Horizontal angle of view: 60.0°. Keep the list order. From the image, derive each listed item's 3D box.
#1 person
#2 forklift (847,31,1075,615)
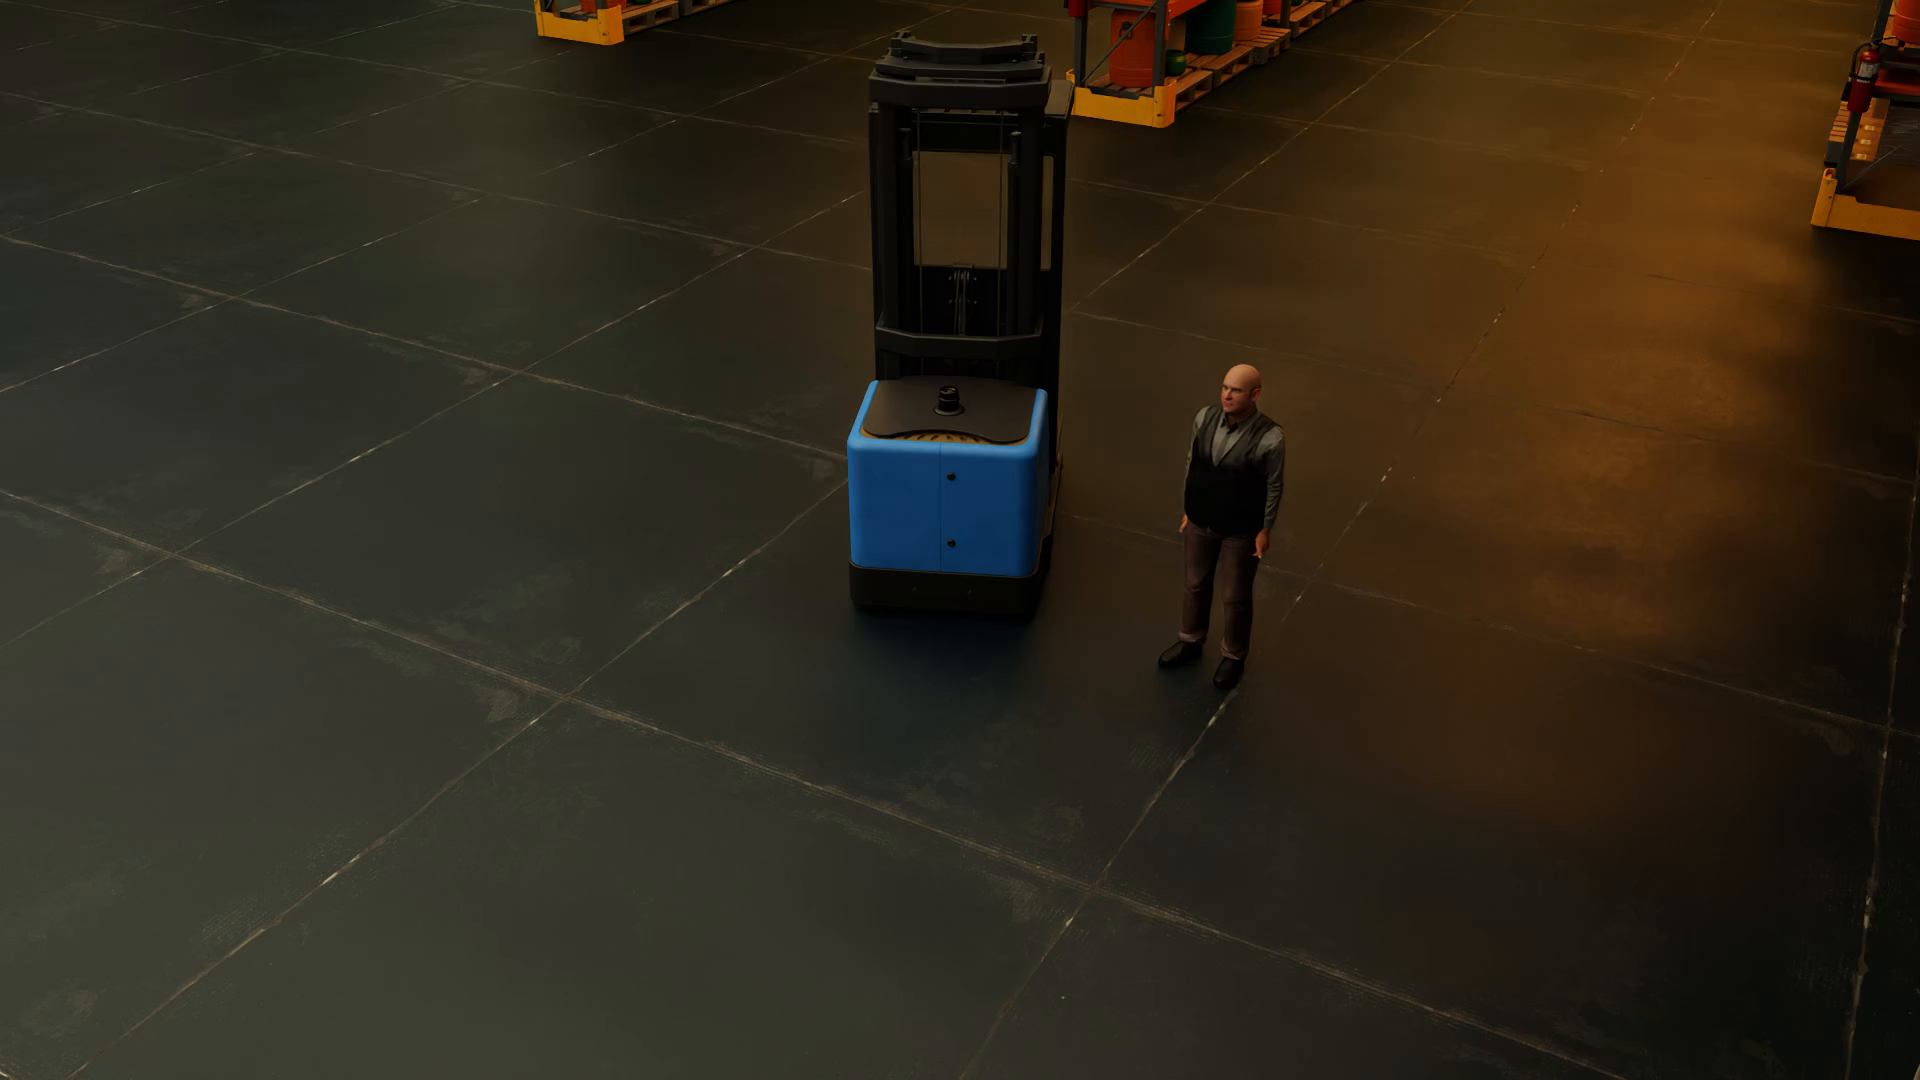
[{"bbox_3d":[1.343,-0.077,8.415,0.525,1.724,0.369,20,36,31],"label":"person"},{"bbox_3d":[0.072,-1.572,9.794,1.130,2.935,3.031,3,30,6],"label":"forklift"}]
